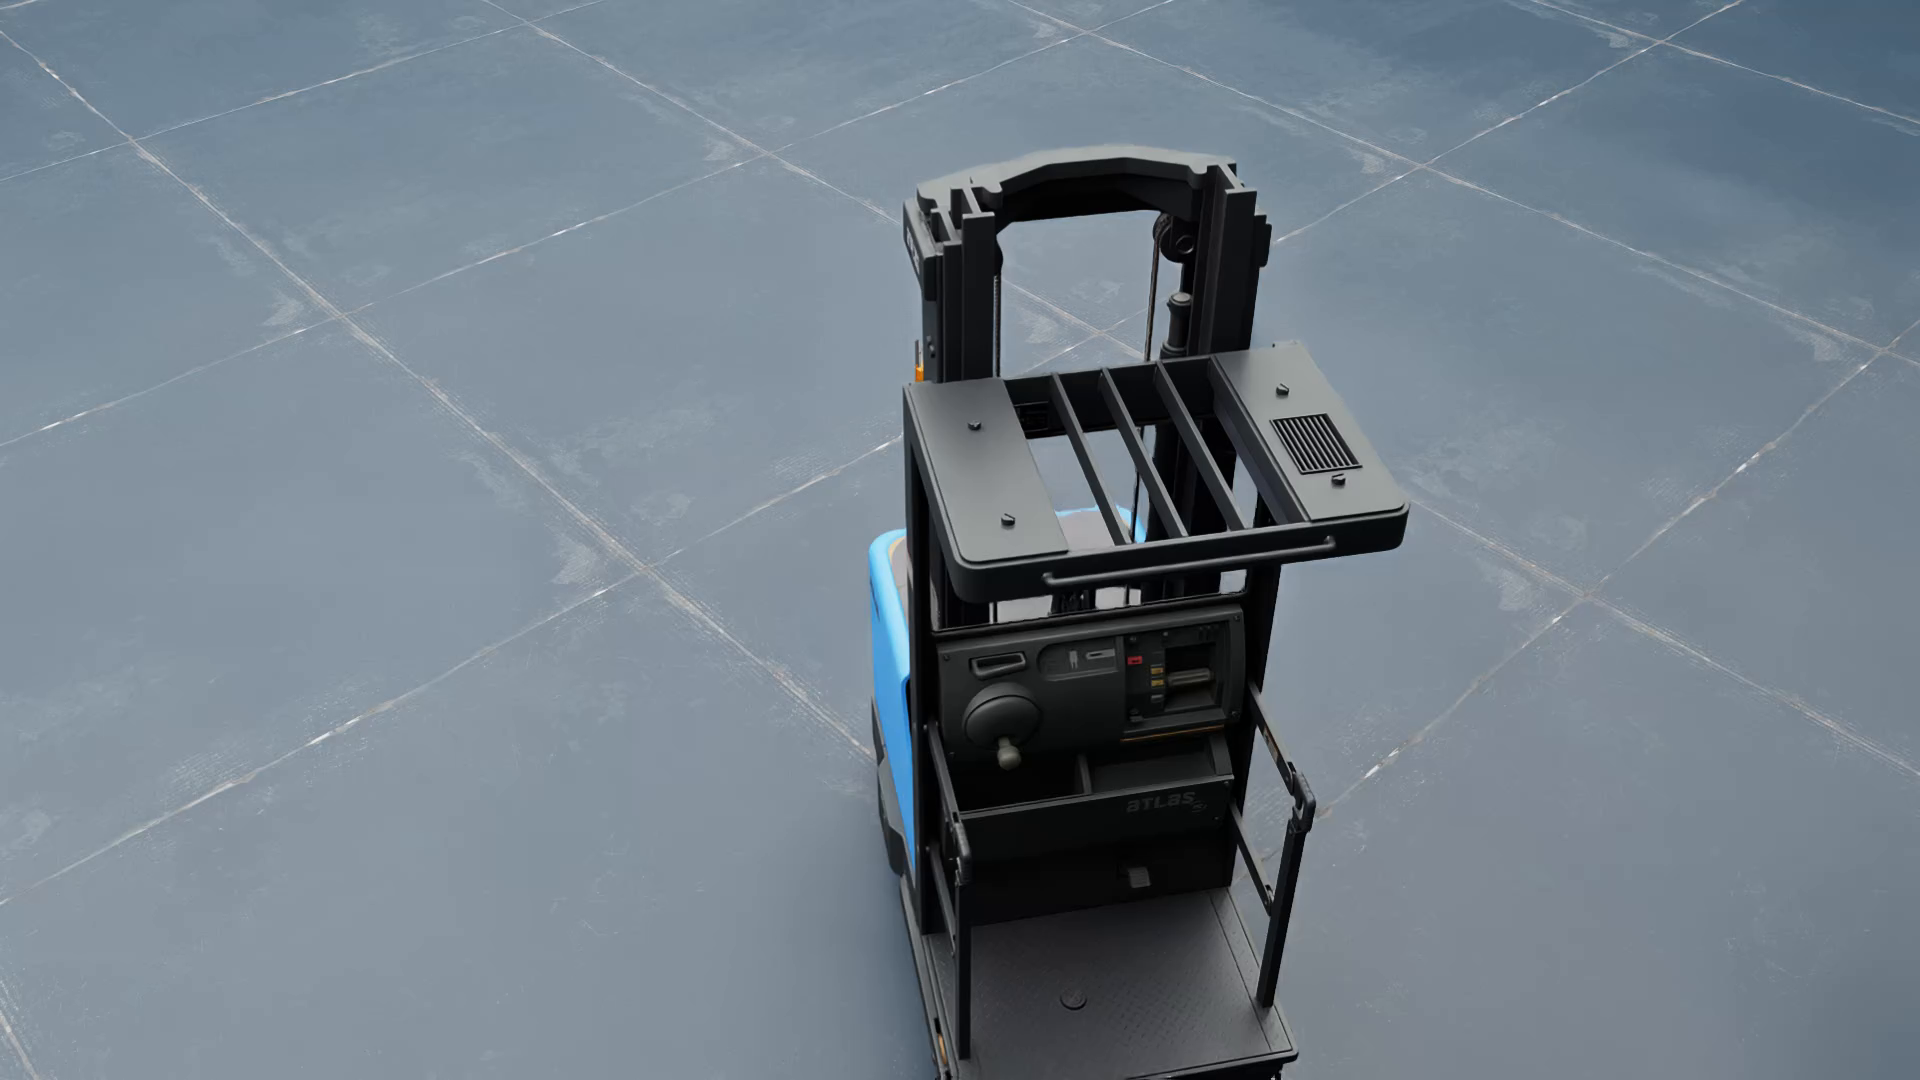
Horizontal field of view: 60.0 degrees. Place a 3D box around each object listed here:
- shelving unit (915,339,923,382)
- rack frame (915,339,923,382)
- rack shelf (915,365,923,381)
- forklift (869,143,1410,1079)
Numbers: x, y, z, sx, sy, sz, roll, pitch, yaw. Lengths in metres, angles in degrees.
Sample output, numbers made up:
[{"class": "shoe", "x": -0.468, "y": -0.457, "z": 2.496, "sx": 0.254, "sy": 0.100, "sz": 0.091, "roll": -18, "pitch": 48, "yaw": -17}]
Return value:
[{"class": "shelving unit", "x": -0.036, "y": -0.433, "z": 7.451, "sx": 0.215, "sy": 1.050, "sz": 0.252, "roll": -30, "pitch": 48, "yaw": -32}, {"class": "rack frame", "x": -0.119, "y": -0.490, "z": 7.521, "sx": 0.200, "sy": 1.050, "sz": 0.008, "roll": -30, "pitch": 48, "yaw": -32}, {"class": "rack shelf", "x": -0.036, "y": -0.646, "z": 7.279, "sx": 0.215, "sy": 0.259, "sz": 0.240, "roll": -30, "pitch": 48, "yaw": -32}, {"class": "forklift", "x": 0.441, "y": 0.516, "z": 4.779, "sx": 1.130, "sy": 2.935, "sz": 3.031, "roll": -7, "pitch": 39, "yaw": -9}]
